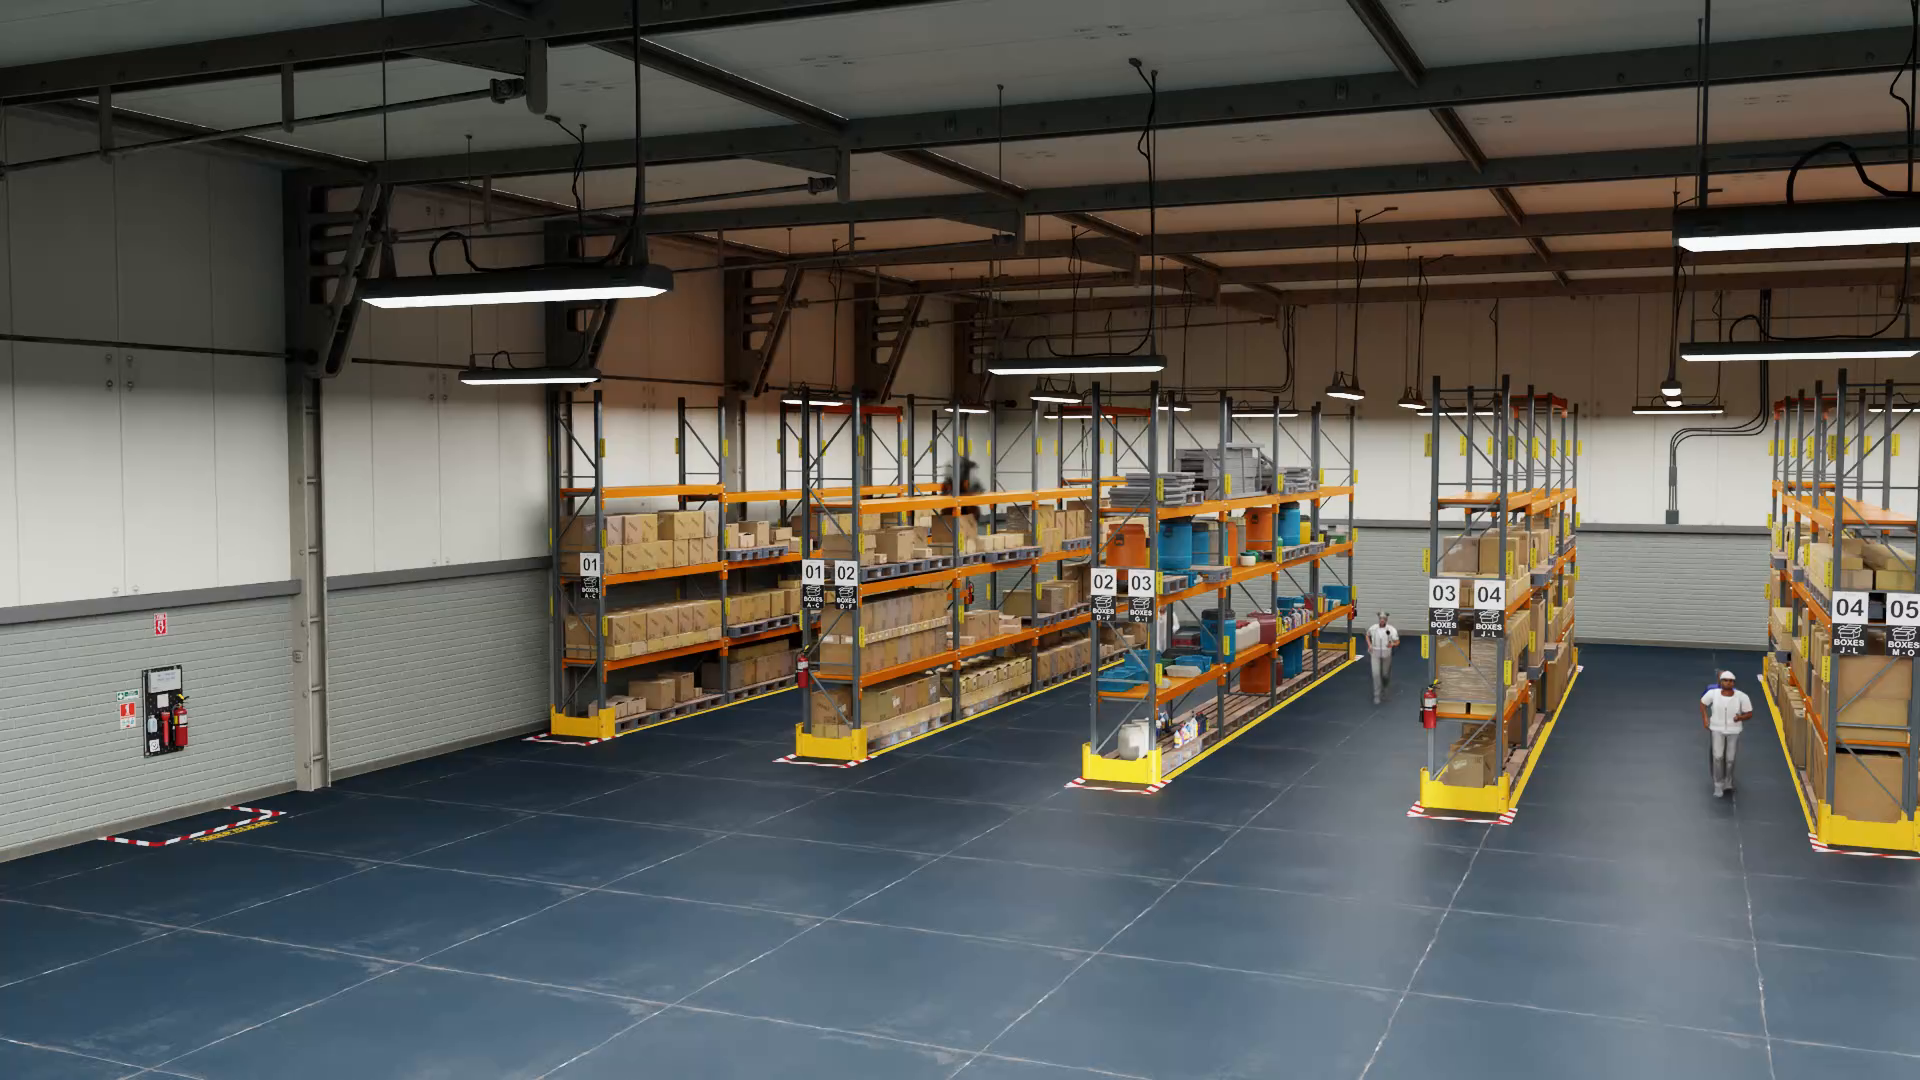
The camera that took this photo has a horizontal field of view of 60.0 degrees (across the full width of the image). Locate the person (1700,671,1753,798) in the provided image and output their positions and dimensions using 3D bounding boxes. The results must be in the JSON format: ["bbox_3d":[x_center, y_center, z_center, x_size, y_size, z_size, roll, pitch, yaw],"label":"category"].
[{"bbox_3d":[11.071,2.802,24.036,0.688,1.828,0.684,1,3,22],"label":"person"}]

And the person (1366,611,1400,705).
[{"bbox_3d":[8.340,2.297,32.858,0.662,1.799,0.976,1,3,17],"label":"person"}]

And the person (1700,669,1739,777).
[{"bbox_3d":[11.564,2.784,25.251,0.546,1.653,0.676,1,3,15],"label":"person"}]

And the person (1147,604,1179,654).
[{"bbox_3d":[4.358,2.158,35.763,0.696,1.731,0.639,1,3,15],"label":"person"}]
